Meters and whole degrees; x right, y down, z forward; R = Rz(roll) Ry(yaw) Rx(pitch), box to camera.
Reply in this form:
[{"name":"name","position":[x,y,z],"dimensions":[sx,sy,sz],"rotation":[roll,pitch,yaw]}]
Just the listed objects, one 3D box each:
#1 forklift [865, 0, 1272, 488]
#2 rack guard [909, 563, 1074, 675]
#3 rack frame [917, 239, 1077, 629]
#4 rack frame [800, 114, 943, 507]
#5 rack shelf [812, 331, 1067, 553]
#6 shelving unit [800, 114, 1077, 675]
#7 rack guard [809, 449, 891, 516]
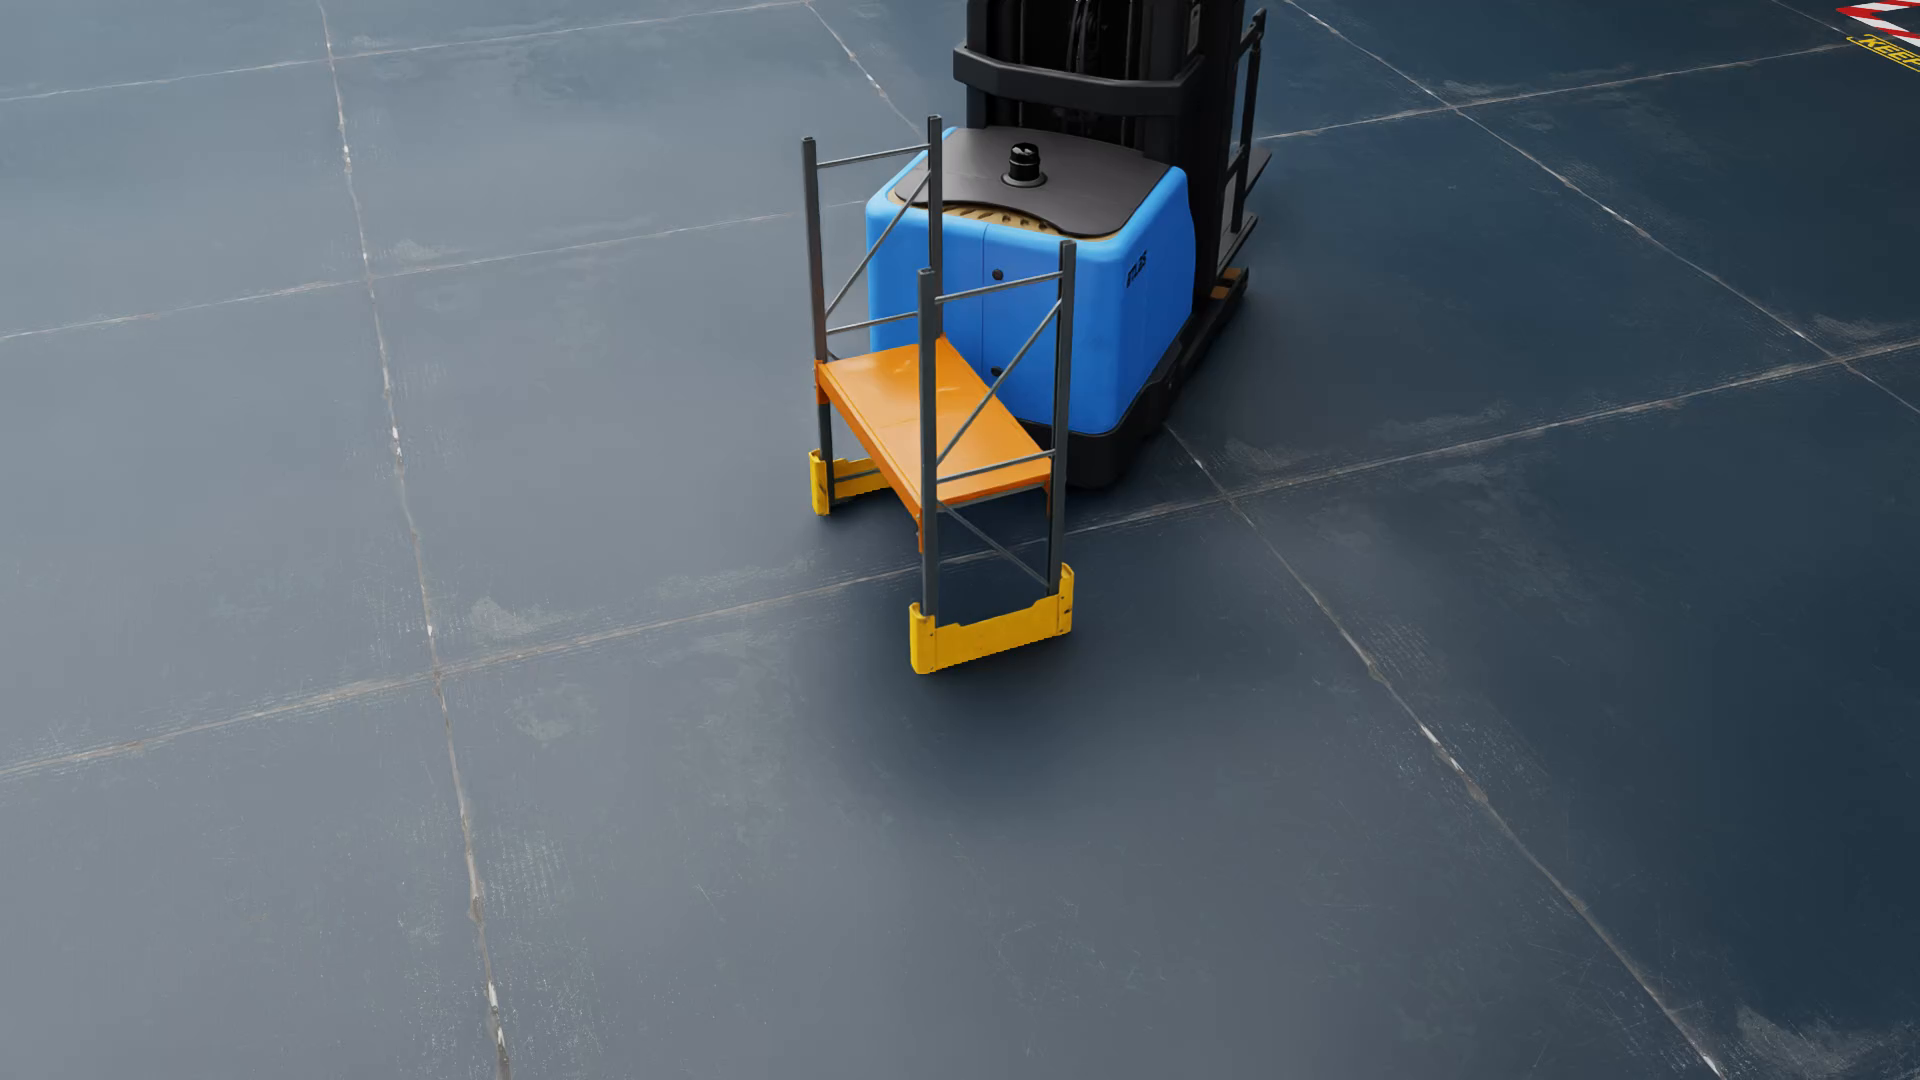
[{"name":"forklift","position":[0.687,-2.251,6.803],"dimensions":[1.130,2.935,3.031],"rotation":[15,39,19]},{"name":"rack guard","position":[0.111,0.268,5.686],"dimensions":[0.587,0.250,0.087],"rotation":[-15,39,-19]},{"name":"rack frame","position":[0.111,-0.230,5.309],"dimensions":[0.500,1.500,0.032],"rotation":[-15,39,-19]},{"name":"rack frame","position":[-0.296,-0.790,6.053],"dimensions":[0.500,1.500,0.032],"rotation":[-15,39,-19]},{"name":"rack shelf","position":[-0.093,-0.367,5.789],"dimensions":[0.538,0.185,1.000],"rotation":[-15,39,-19]},{"name":"shelving unit","position":[-0.089,-0.505,5.674],"dimensions":[0.587,1.500,1.083],"rotation":[-15,39,-19]},{"name":"rack guard","position":[-0.289,-0.280,6.415],"dimensions":[0.587,0.250,0.087],"rotation":[-15,39,-19]}]
